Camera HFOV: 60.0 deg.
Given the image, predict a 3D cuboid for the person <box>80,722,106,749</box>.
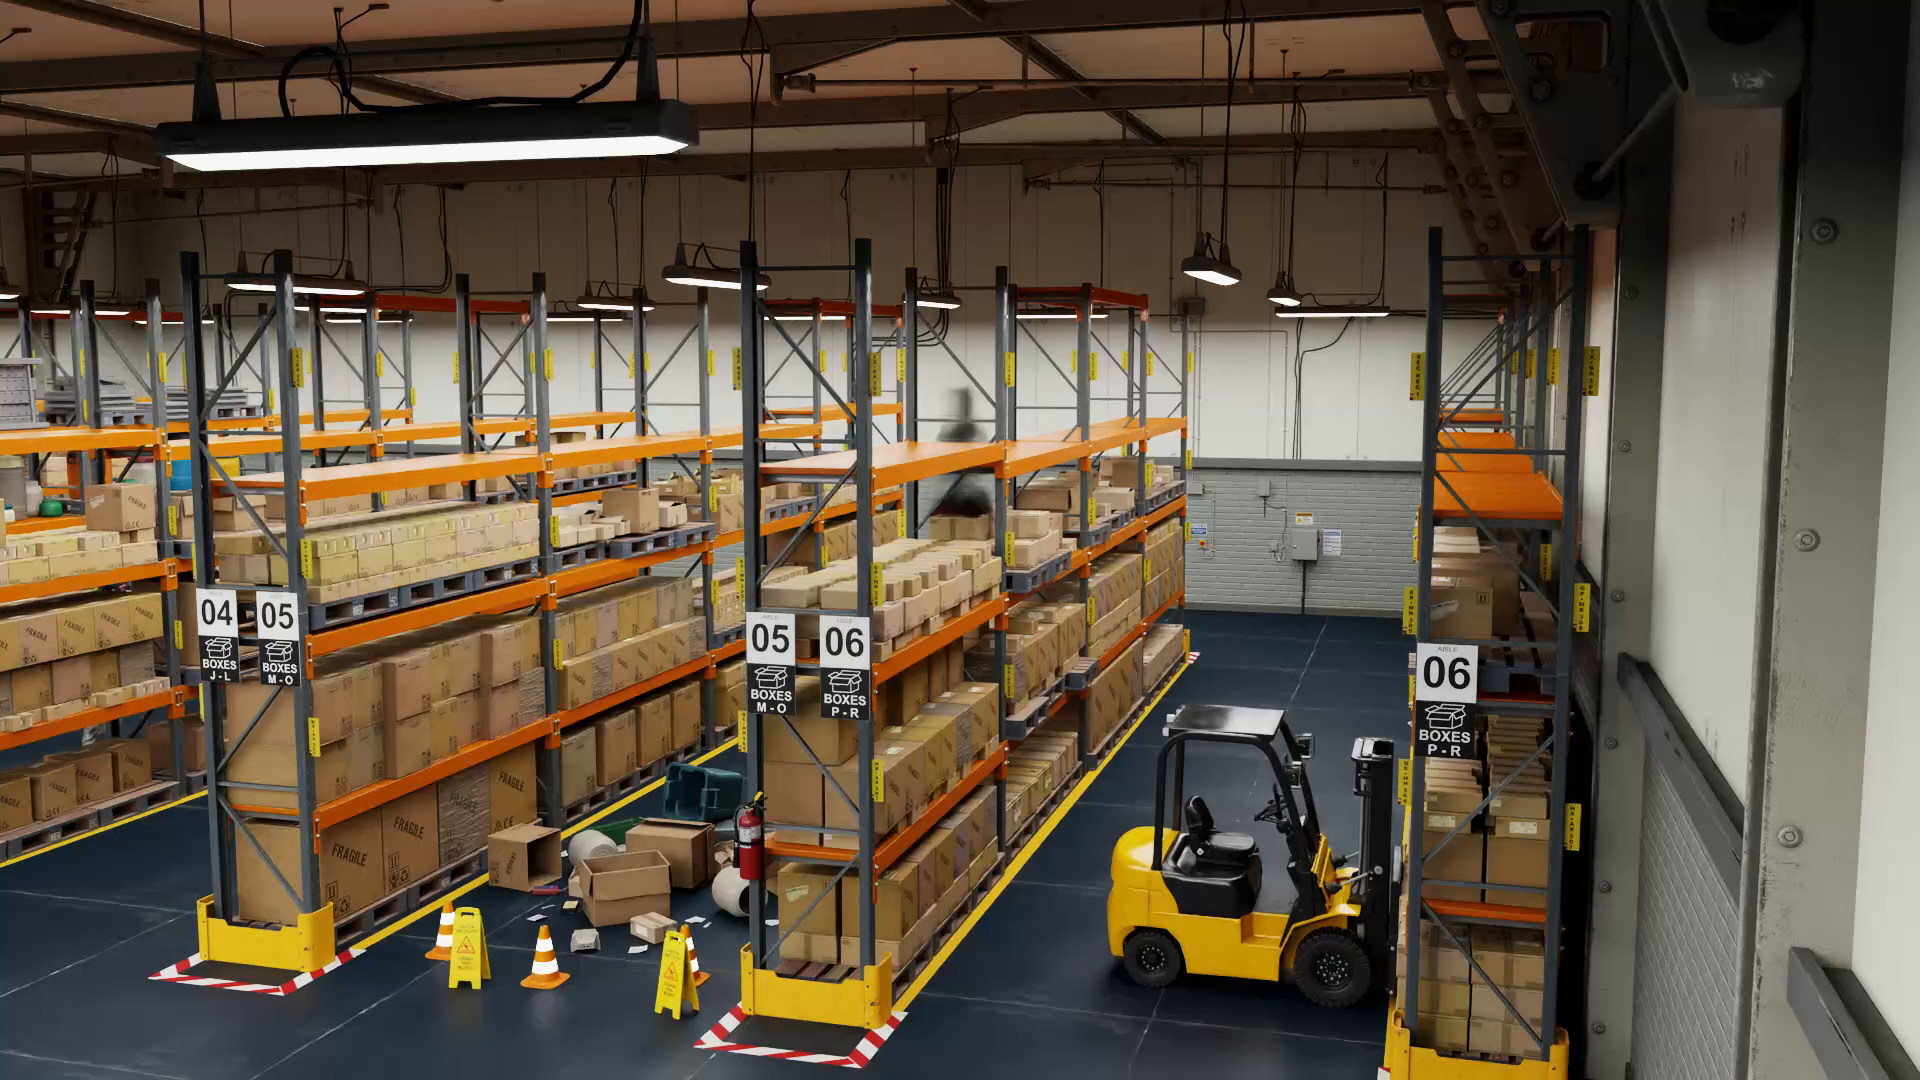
[{"bbox_3d":[-11.353,1.869,21.738,0.682,1.765,0.849,0,6,0],"label":"person"}]
